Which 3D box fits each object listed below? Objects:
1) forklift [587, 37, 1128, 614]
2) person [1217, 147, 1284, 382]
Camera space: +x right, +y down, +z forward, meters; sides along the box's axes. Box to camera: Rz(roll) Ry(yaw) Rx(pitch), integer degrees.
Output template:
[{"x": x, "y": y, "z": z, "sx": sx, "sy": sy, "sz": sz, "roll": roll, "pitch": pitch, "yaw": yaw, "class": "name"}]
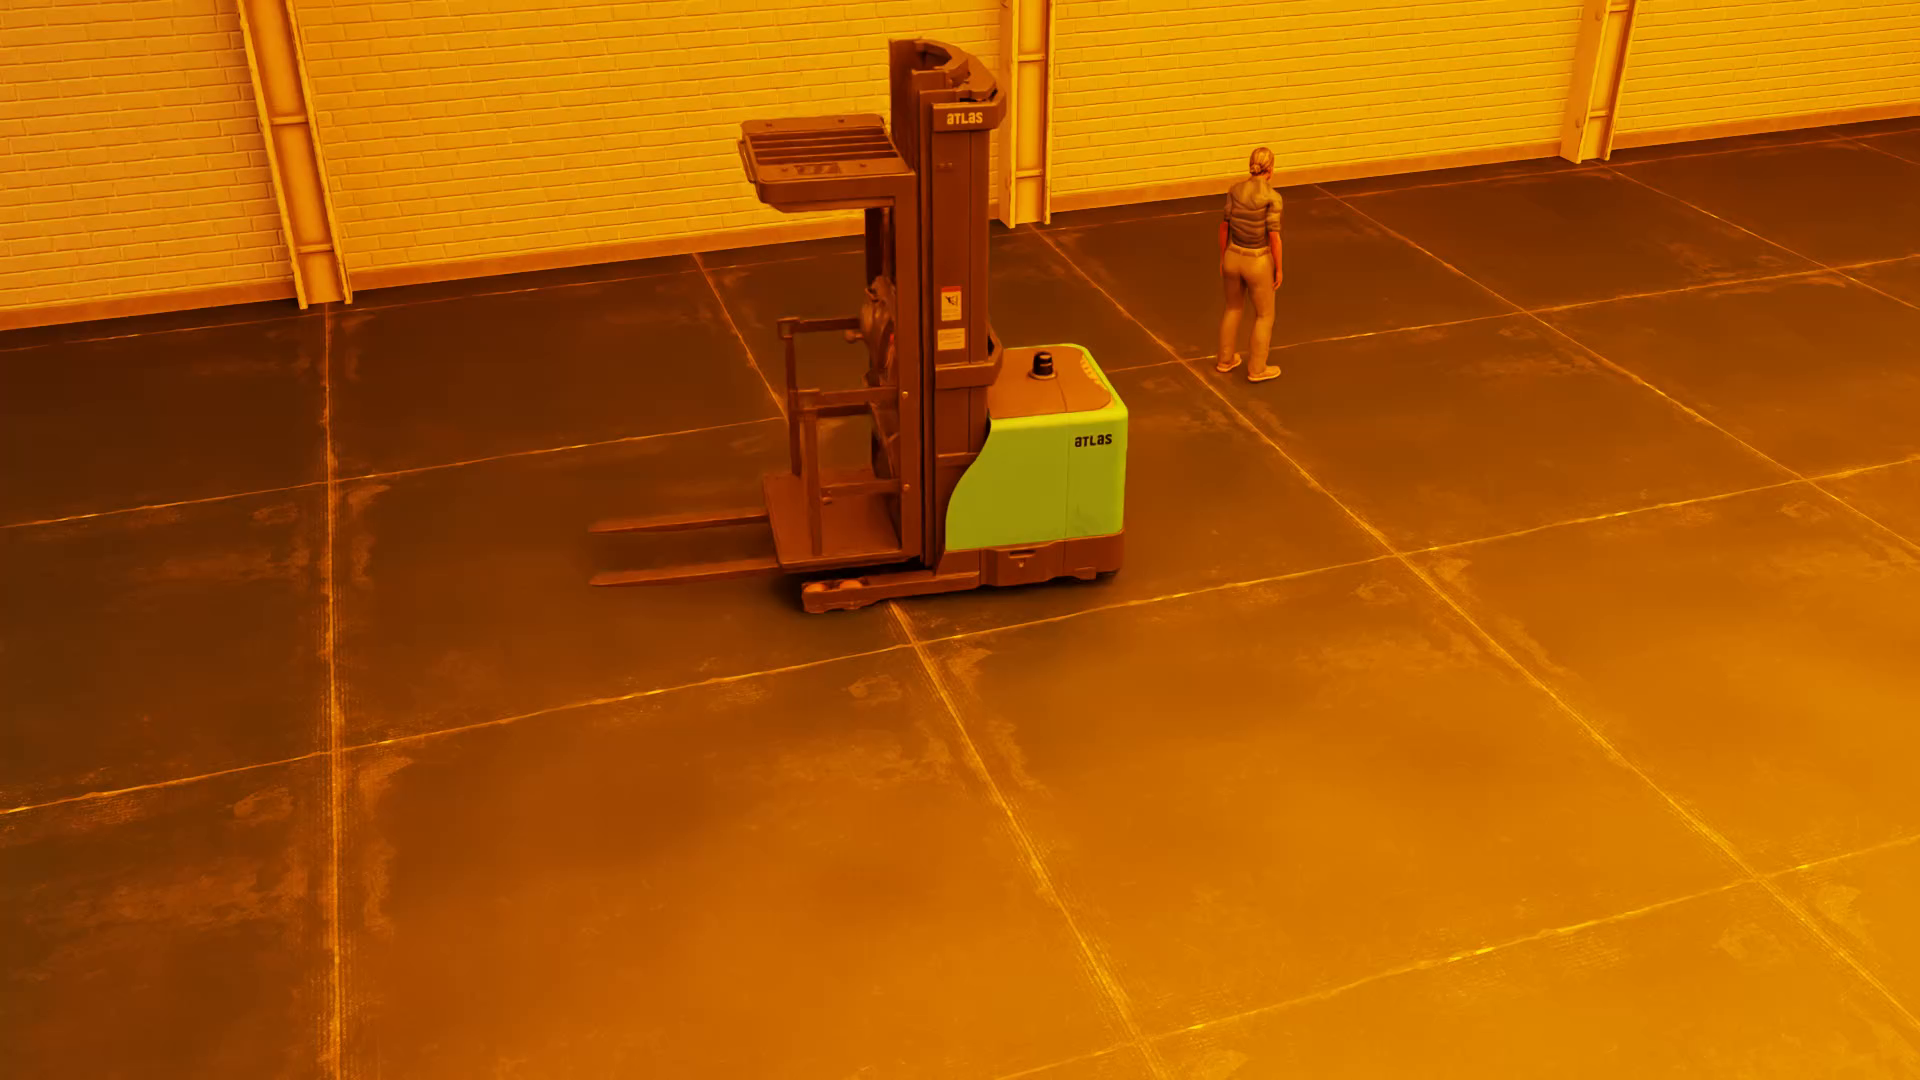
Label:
[{"x": -0.626, "y": -1.143, "z": 9.074, "sx": 3.031, "sy": 2.935, "sz": 1.130, "roll": -6, "pitch": 30, "yaw": -10, "class": "forklift"}, {"x": 2.059, "y": -1.942, "z": 11.748, "sx": 0.507, "sy": 1.654, "sz": 0.349, "roll": 22, "pitch": 37, "yaw": 33, "class": "person"}]
